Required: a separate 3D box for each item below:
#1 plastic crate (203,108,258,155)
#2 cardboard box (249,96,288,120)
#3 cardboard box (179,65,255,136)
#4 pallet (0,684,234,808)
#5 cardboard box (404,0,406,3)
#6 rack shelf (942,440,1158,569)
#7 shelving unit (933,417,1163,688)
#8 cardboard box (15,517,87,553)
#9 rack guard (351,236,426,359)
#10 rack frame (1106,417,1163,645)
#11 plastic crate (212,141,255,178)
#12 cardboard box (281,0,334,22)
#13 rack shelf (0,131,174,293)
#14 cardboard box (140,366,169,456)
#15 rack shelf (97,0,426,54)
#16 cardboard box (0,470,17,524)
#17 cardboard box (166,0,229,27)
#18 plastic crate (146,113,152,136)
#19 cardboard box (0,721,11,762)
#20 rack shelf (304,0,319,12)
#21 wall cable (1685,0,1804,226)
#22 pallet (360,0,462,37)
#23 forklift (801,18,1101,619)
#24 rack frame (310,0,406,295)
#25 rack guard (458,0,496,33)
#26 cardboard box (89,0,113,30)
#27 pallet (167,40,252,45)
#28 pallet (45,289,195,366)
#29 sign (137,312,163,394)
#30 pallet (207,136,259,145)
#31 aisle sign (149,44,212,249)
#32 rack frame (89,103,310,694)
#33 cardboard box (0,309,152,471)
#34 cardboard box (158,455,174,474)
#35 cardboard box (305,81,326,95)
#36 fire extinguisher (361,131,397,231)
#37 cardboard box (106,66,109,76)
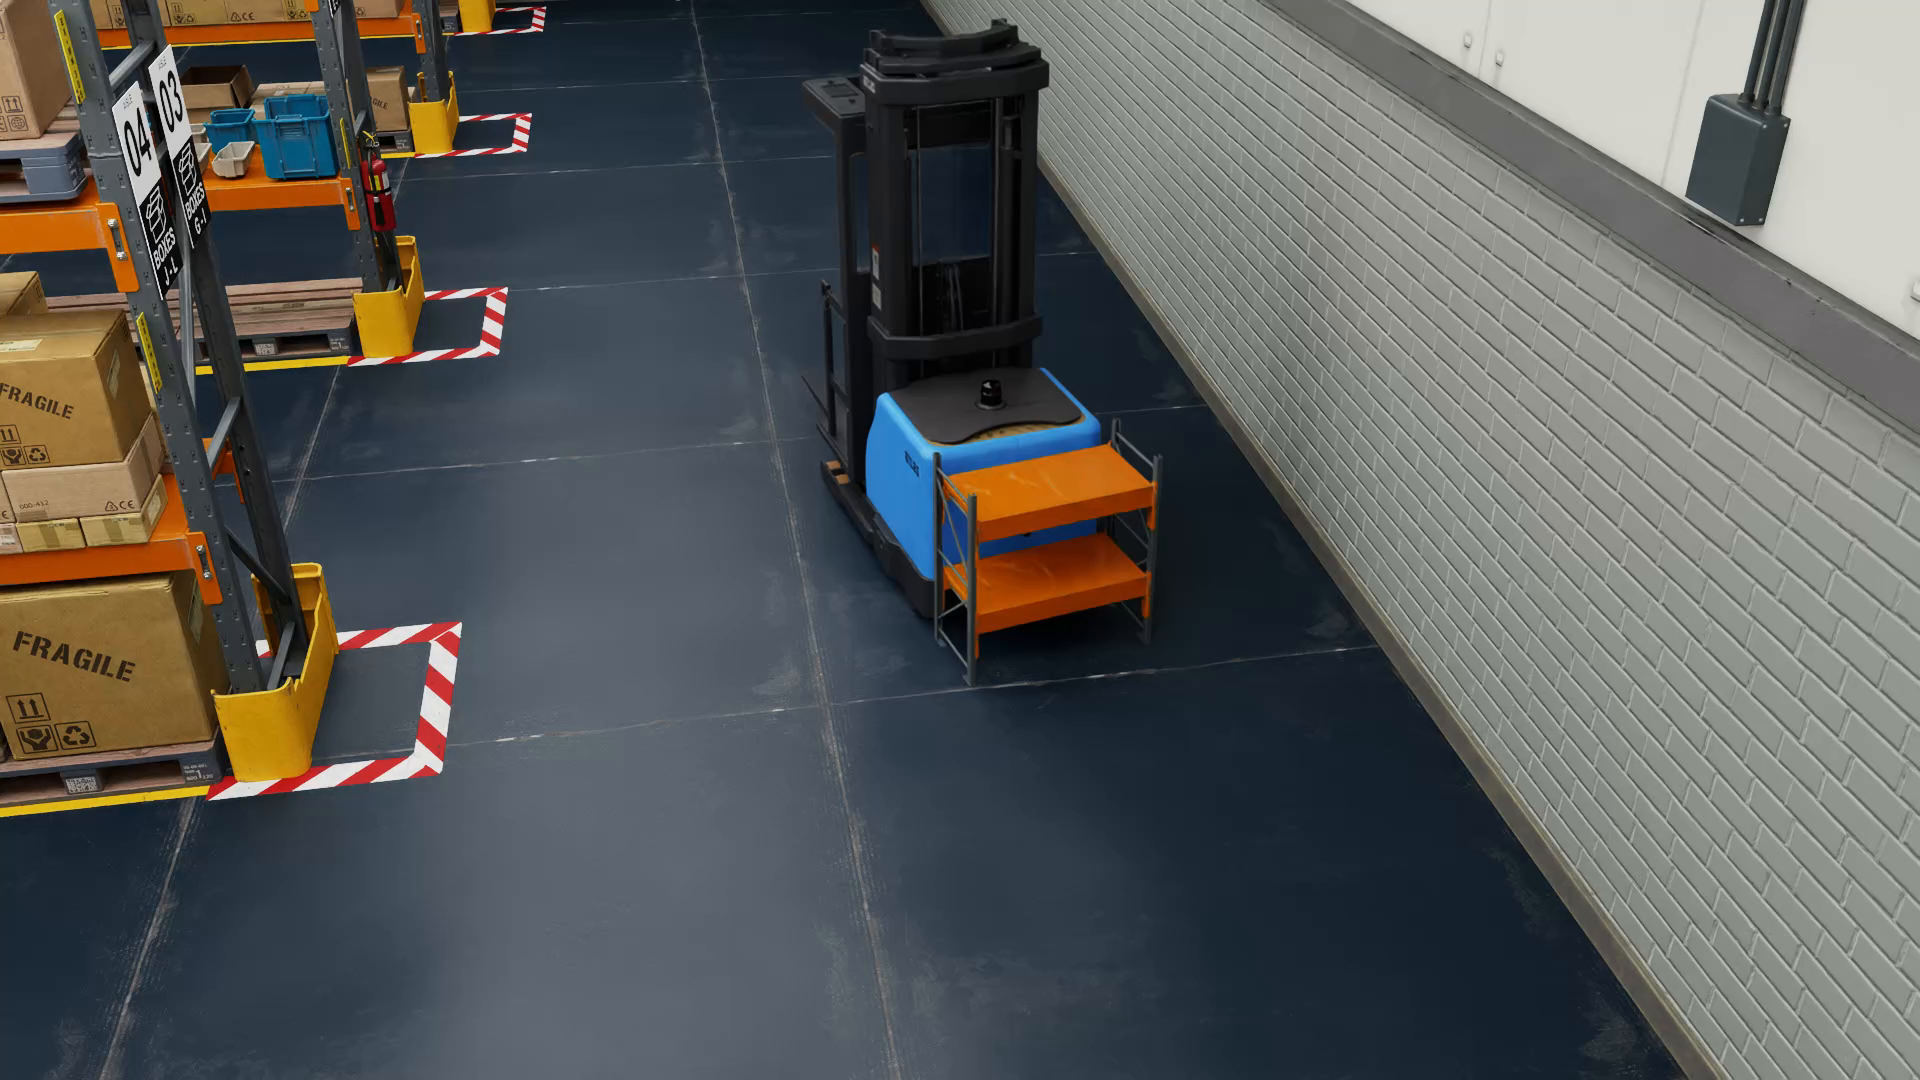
[{"bbox_3d":[-5.256,-2.943,12.017,0.300,0.233,0.416,-5,31,-9],"label":"plastic crate"},{"bbox_3d":[-6.625,-4.138,16.222,0.500,0.250,0.500,-5,31,-9],"label":"cardboard box"},{"bbox_3d":[-7.282,-4.301,16.248,0.637,0.503,0.797,-5,31,-9],"label":"cardboard box"},{"bbox_3d":[-4.186,0.875,8.168,1.213,0.211,1.003,-5,31,-9],"label":"pallet"},{"bbox_3d":[-5.678,-5.512,16.181,0.500,0.500,0.500,-5,31,-8],"label":"cardboard box"},{"bbox_3d":[0.441,-0.195,8.509,1.000,0.278,0.538,-12,33,-19],"label":"rack shelf"},{"bbox_3d":[0.441,0.057,8.658,1.048,1.125,0.538,-12,33,-19],"label":"shelving unit"},{"bbox_3d":[-3.960,-0.109,7.339,0.250,0.149,0.380,-5,31,-8],"label":"cardboard box"},{"bbox_3d":[-4.285,-1.839,12.499,0.348,0.500,1.175,-5,31,-9],"label":"rack guard"},{"bbox_3d":[0.910,-0.042,8.827,0.032,1.125,0.500,-12,33,-19],"label":"rack frame"},{"bbox_3d":[-5.075,-2.656,11.623,0.243,0.136,0.396,-5,31,-9],"label":"plastic crate"},{"bbox_3d":[-6.096,-5.196,15.643,0.500,0.500,0.500,-5,31,-8],"label":"cardboard box"},{"bbox_3d":[-5.381,-1.239,6.763,4.000,0.370,1.077,-5,31,-9],"label":"rack shelf"},{"bbox_3d":[-3.934,-0.593,7.768,0.500,0.250,0.500,-6,31,-10],"label":"cardboard box"},{"bbox_3d":[-7.162,-4.886,15.924,4.000,0.370,1.077,-5,31,-9],"label":"rack shelf"},{"bbox_3d":[-4.342,-0.280,7.236,0.500,0.250,0.500,-6,31,-10],"label":"cardboard box"},{"bbox_3d":[-7.083,-5.107,15.492,0.500,0.500,0.500,-6,31,-10],"label":"cardboard box"},{"bbox_3d":[-5.903,-2.883,11.915,0.300,0.233,0.416,-5,31,-9],"label":"plastic crate"},{"bbox_3d":[-4.924,0.477,7.775,0.875,0.875,0.875,-5,31,-9],"label":"cardboard box"},{"bbox_3d":[-6.273,-3.709,10.963,4.000,0.370,1.077,-5,31,-9],"label":"rack shelf"},{"bbox_3d":[2.769,-3.209,3.271,0.120,5.999,2.277,-5,31,-9],"label":"wall cable"},{"bbox_3d":[-6.863,-6.534,20.768,1.213,0.211,1.003,-5,31,-9],"label":"pallet"},{"bbox_3d":[-0.230,-1.570,9.643,1.130,2.935,3.031,-11,32,-18],"label":"forklift"},{"bbox_3d":[-4.306,-2.908,11.851,0.127,3.000,1.000,-5,31,-9],"label":"rack frame"},{"bbox_3d":[-6.067,-6.772,20.889,0.348,0.500,1.175,-5,31,-9],"label":"rack guard"},{"bbox_3d":[-8.075,-5.015,15.336,0.500,0.500,0.500,-5,31,-8],"label":"cardboard box"},{"bbox_3d":[-9.263,-6.311,20.389,1.213,0.211,1.003,-5,31,-9],"label":"pallet"},{"bbox_3d":[-6.322,-1.541,12.276,1.213,0.211,1.003,-5,31,-9],"label":"pallet"},{"bbox_3d":[-3.330,-0.768,6.836,0.005,0.325,0.100,-5,31,-9],"label":"sign"},{"bbox_3d":[-7.251,-3.986,16.436,1.213,0.211,1.003,-5,31,-9],"label":"pallet"},{"bbox_3d":[-3.397,-1.716,7.258,0.004,0.787,0.394,-5,31,-9],"label":"aisle sign"},{"bbox_3d":[-3.414,-0.439,7.651,0.127,3.000,1.000,-5,31,-9],"label":"rack frame"},{"bbox_3d":[-3.846,-0.650,7.125,0.500,0.500,0.500,-5,31,-8],"label":"cardboard box"},{"bbox_3d":[-3.822,-0.463,7.940,0.250,0.149,0.380,-5,31,-8],"label":"cardboard box"},{"bbox_3d":[-6.272,-4.429,16.716,0.500,0.250,0.500,-5,31,-9],"label":"cardboard box"},{"bbox_3d":[-4.076,-2.501,11.603,0.183,0.674,0.296,-5,31,-9],"label":"fire extinguisher"},{"bbox_3d":[-8.620,-4.319,16.282,0.500,0.500,0.500,-5,31,-9],"label":"cardboard box"}]
